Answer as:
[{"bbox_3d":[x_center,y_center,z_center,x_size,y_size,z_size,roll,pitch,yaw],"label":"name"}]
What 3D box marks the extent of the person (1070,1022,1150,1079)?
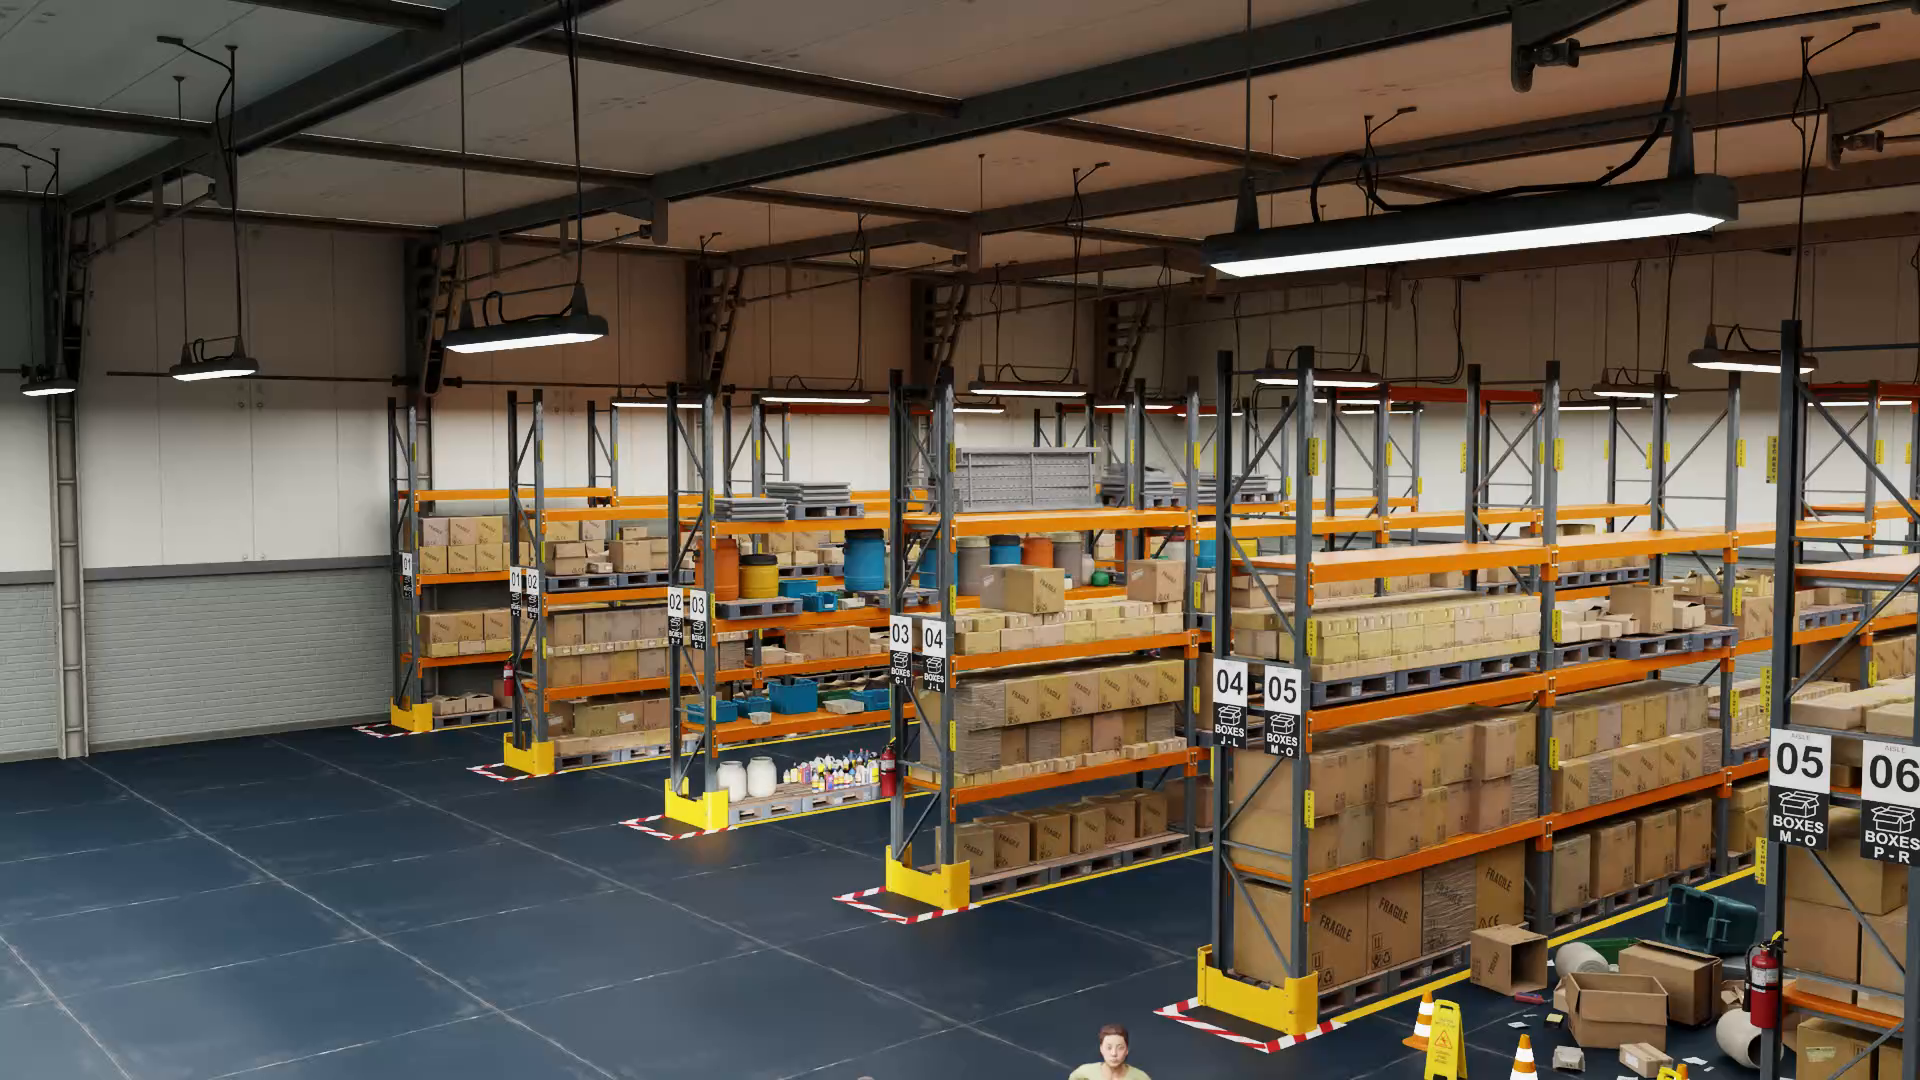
[{"bbox_3d":[0.912,3.740,9.967,0.549,1.725,0.754,0,3,1],"label":"person"}]
